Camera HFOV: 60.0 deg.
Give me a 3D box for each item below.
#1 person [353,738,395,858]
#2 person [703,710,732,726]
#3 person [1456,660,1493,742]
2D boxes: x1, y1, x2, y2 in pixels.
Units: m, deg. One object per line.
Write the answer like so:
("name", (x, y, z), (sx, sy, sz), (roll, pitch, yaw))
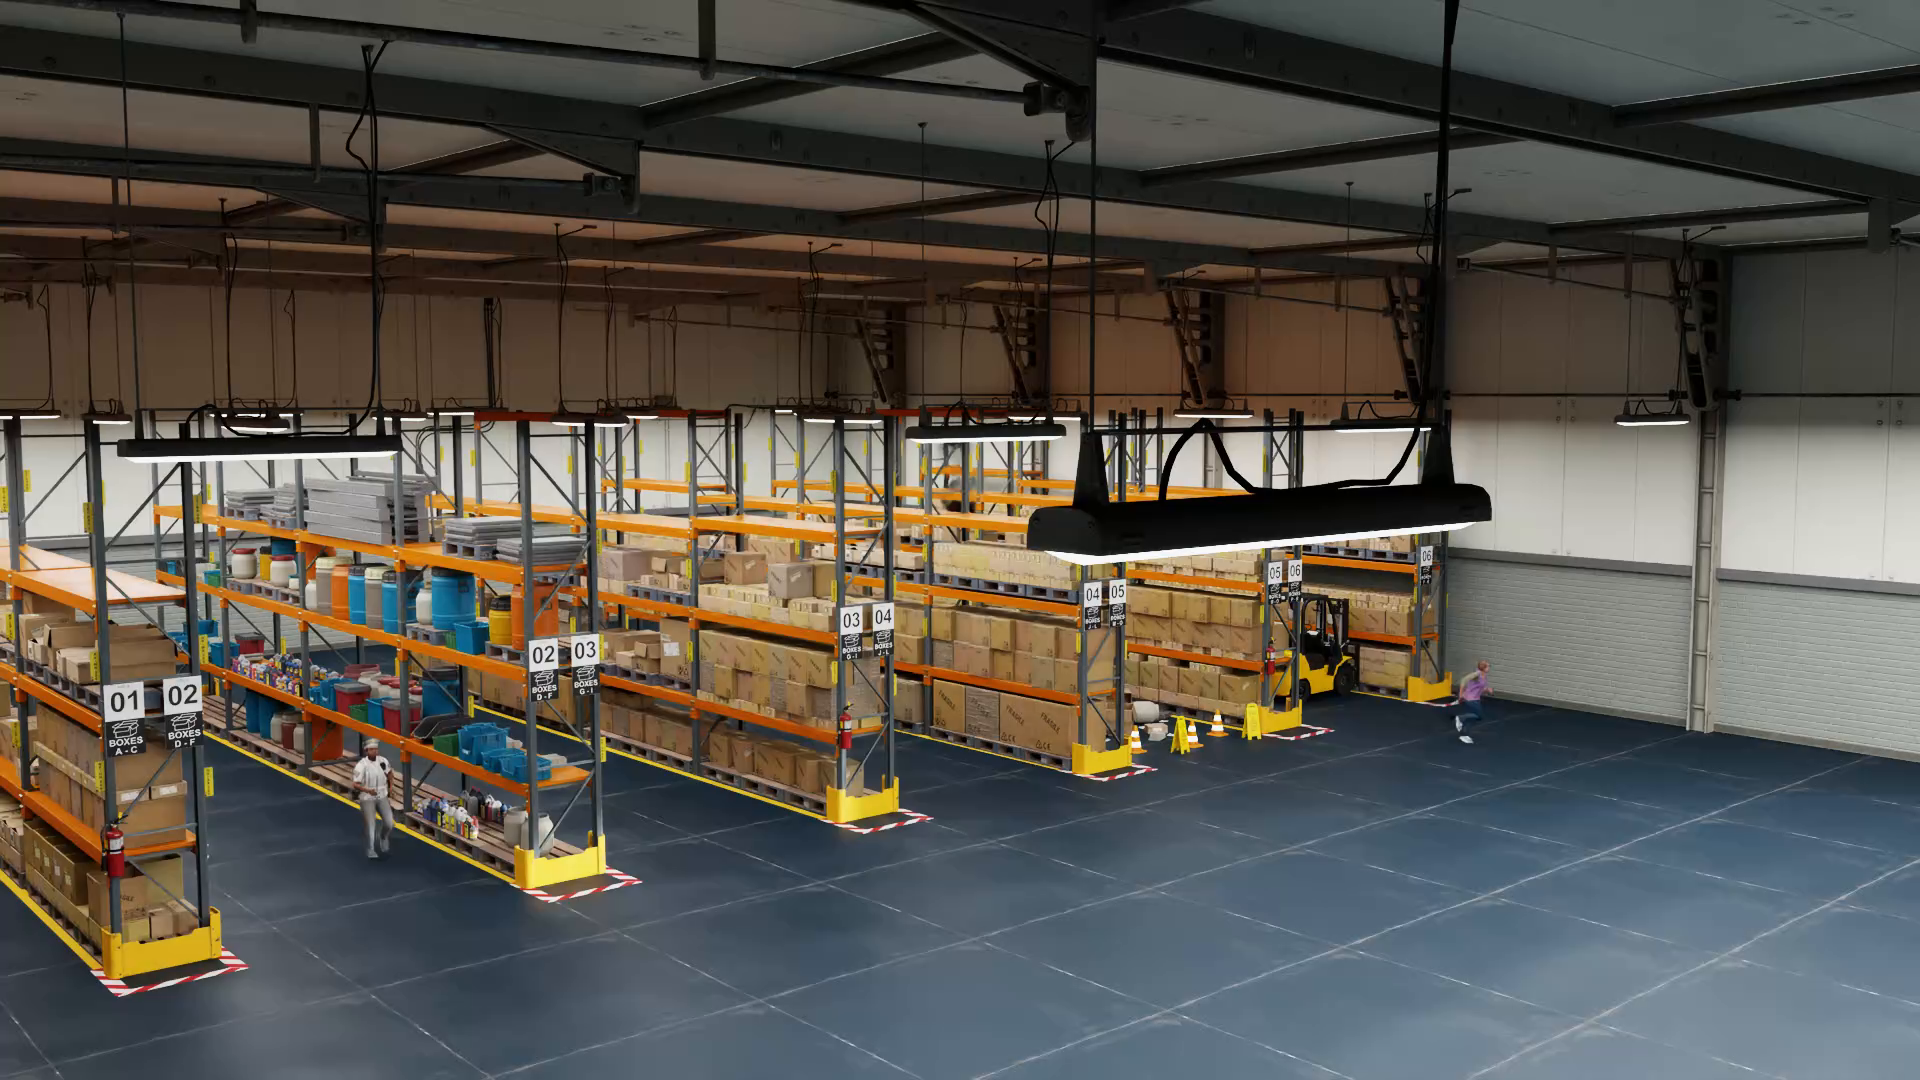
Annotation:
("person", (-7.927, 3.515, 22.596), (0.590, 1.653, 0.584), (-4, 6, -36))
("person", (-4.612, 2.666, 31.950), (0.710, 1.756, 0.709), (-5, 7, -44))
("person", (9.372, 2.928, 30.262), (0.661, 1.529, 0.527), (4, 6, 36))
